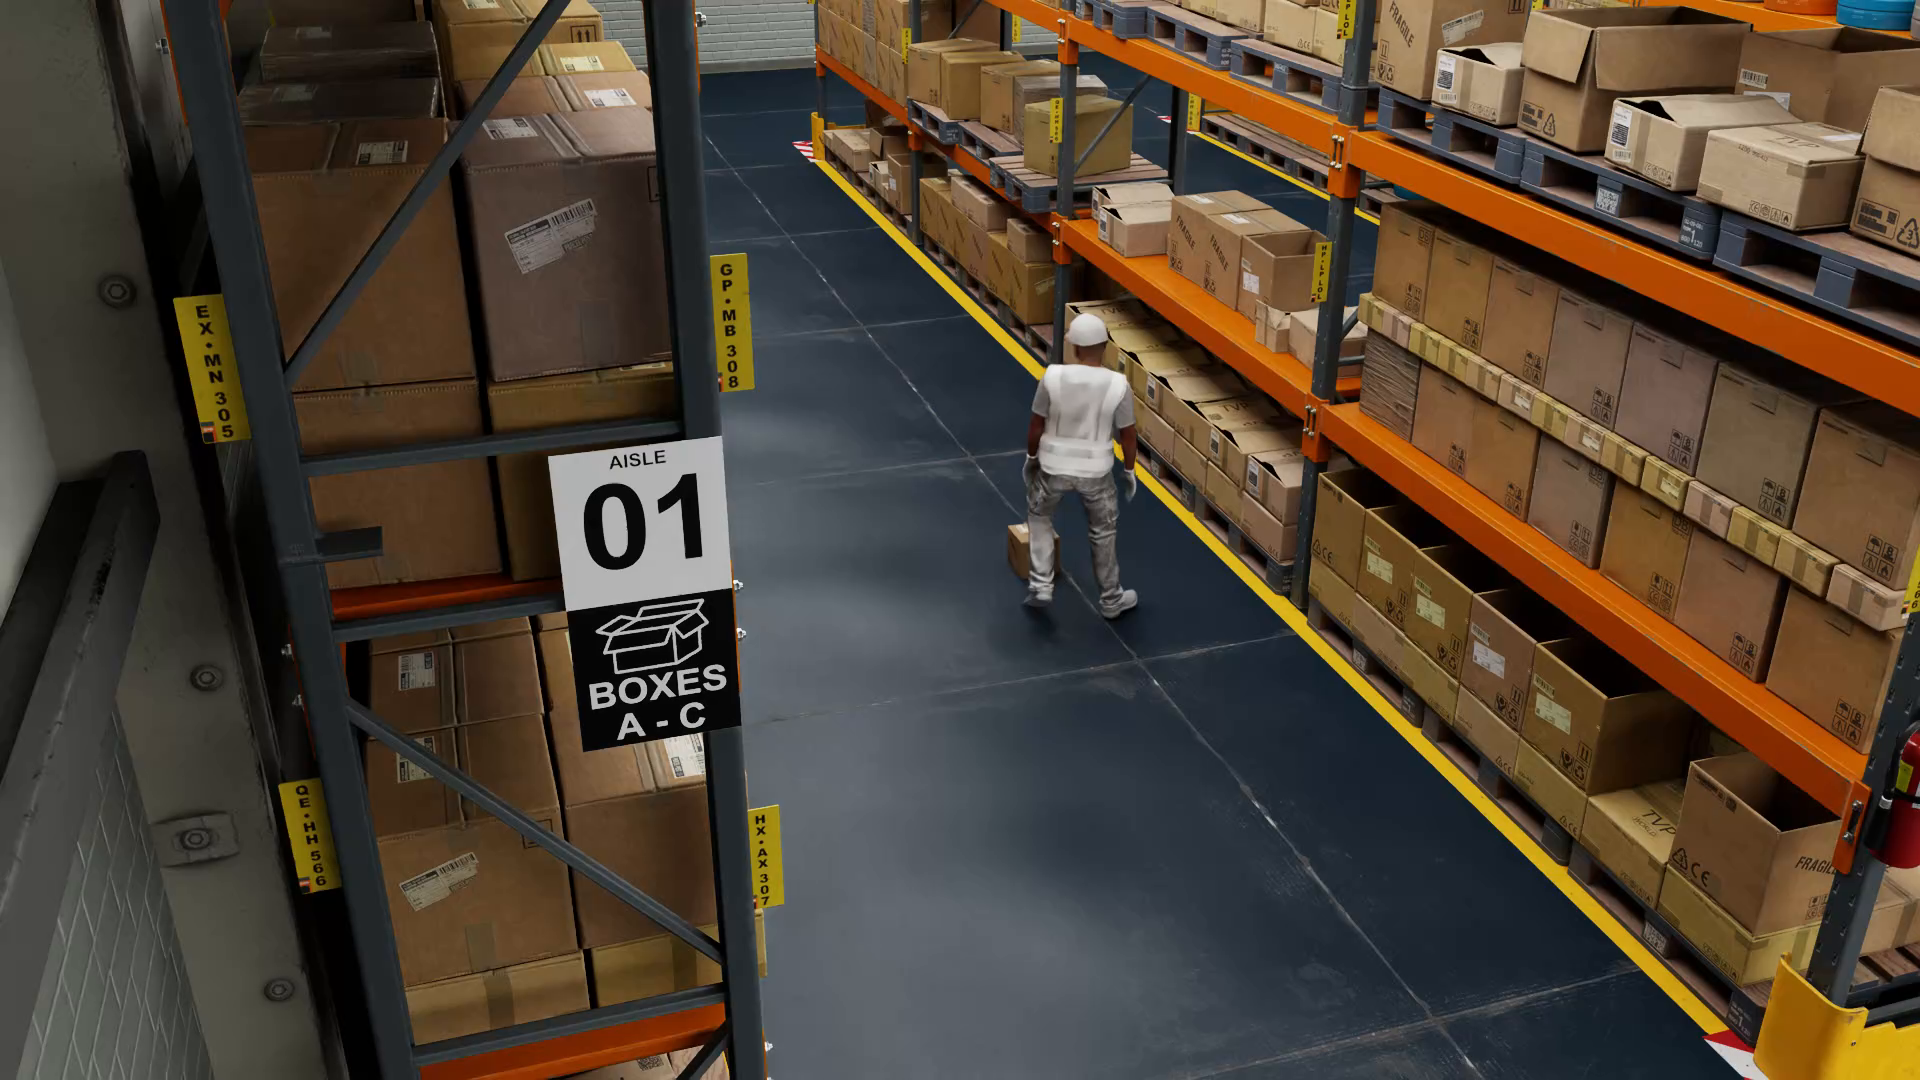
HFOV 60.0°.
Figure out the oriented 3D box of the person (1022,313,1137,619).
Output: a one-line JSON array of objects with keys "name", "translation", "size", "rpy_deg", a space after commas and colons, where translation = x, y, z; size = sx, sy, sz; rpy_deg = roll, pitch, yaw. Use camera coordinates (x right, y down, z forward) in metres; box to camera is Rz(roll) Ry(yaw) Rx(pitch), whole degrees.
[{"name": "person", "translation": [0.691, -0.390, 9.371], "size": [0.684, 1.800, 0.411], "rpy_deg": [4, 26, 8]}]
